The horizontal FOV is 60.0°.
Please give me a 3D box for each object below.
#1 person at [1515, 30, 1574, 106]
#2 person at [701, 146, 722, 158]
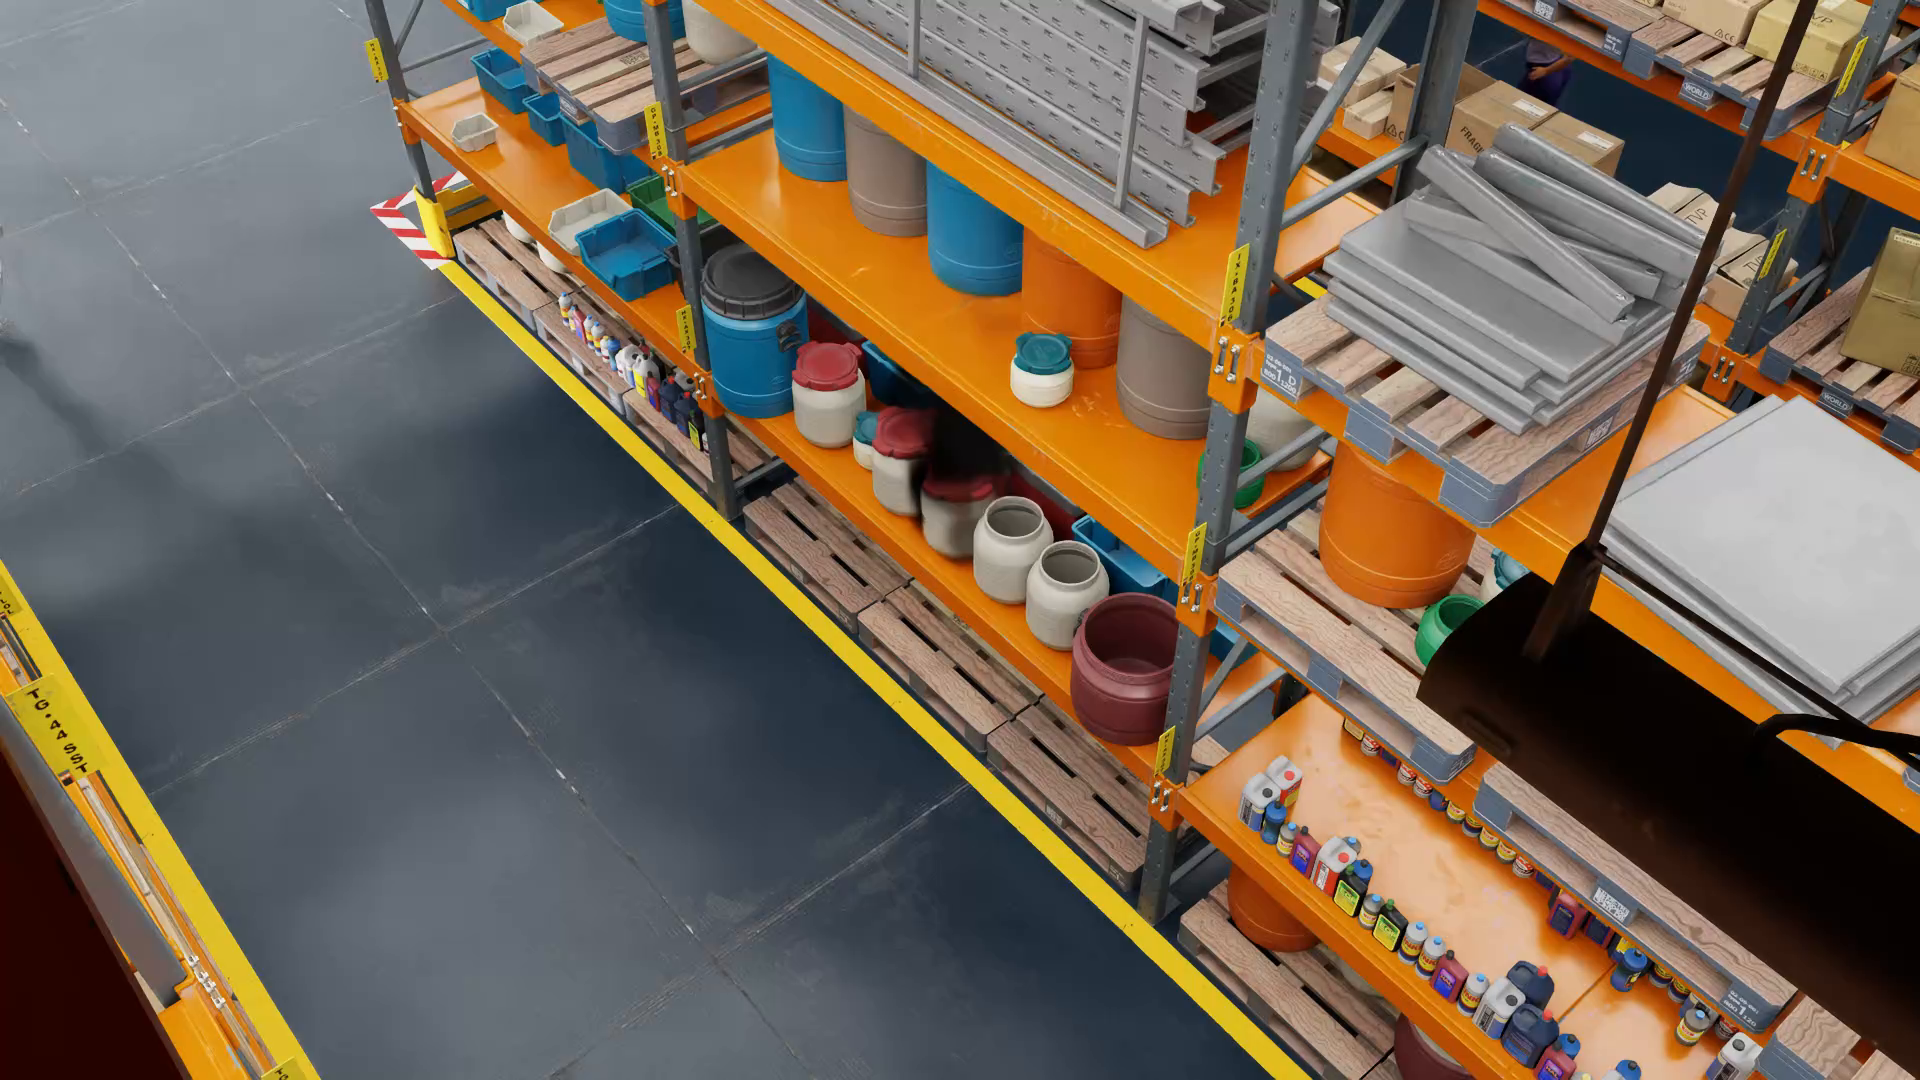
[{"bbox_3d":[4.708,-3.715,13.359,0.924,1.648,0.606,28,53,24],"label":"person"},{"bbox_3d":[-2.246,-3.569,13.161,0.929,1.759,0.702,34,55,28],"label":"person"}]
